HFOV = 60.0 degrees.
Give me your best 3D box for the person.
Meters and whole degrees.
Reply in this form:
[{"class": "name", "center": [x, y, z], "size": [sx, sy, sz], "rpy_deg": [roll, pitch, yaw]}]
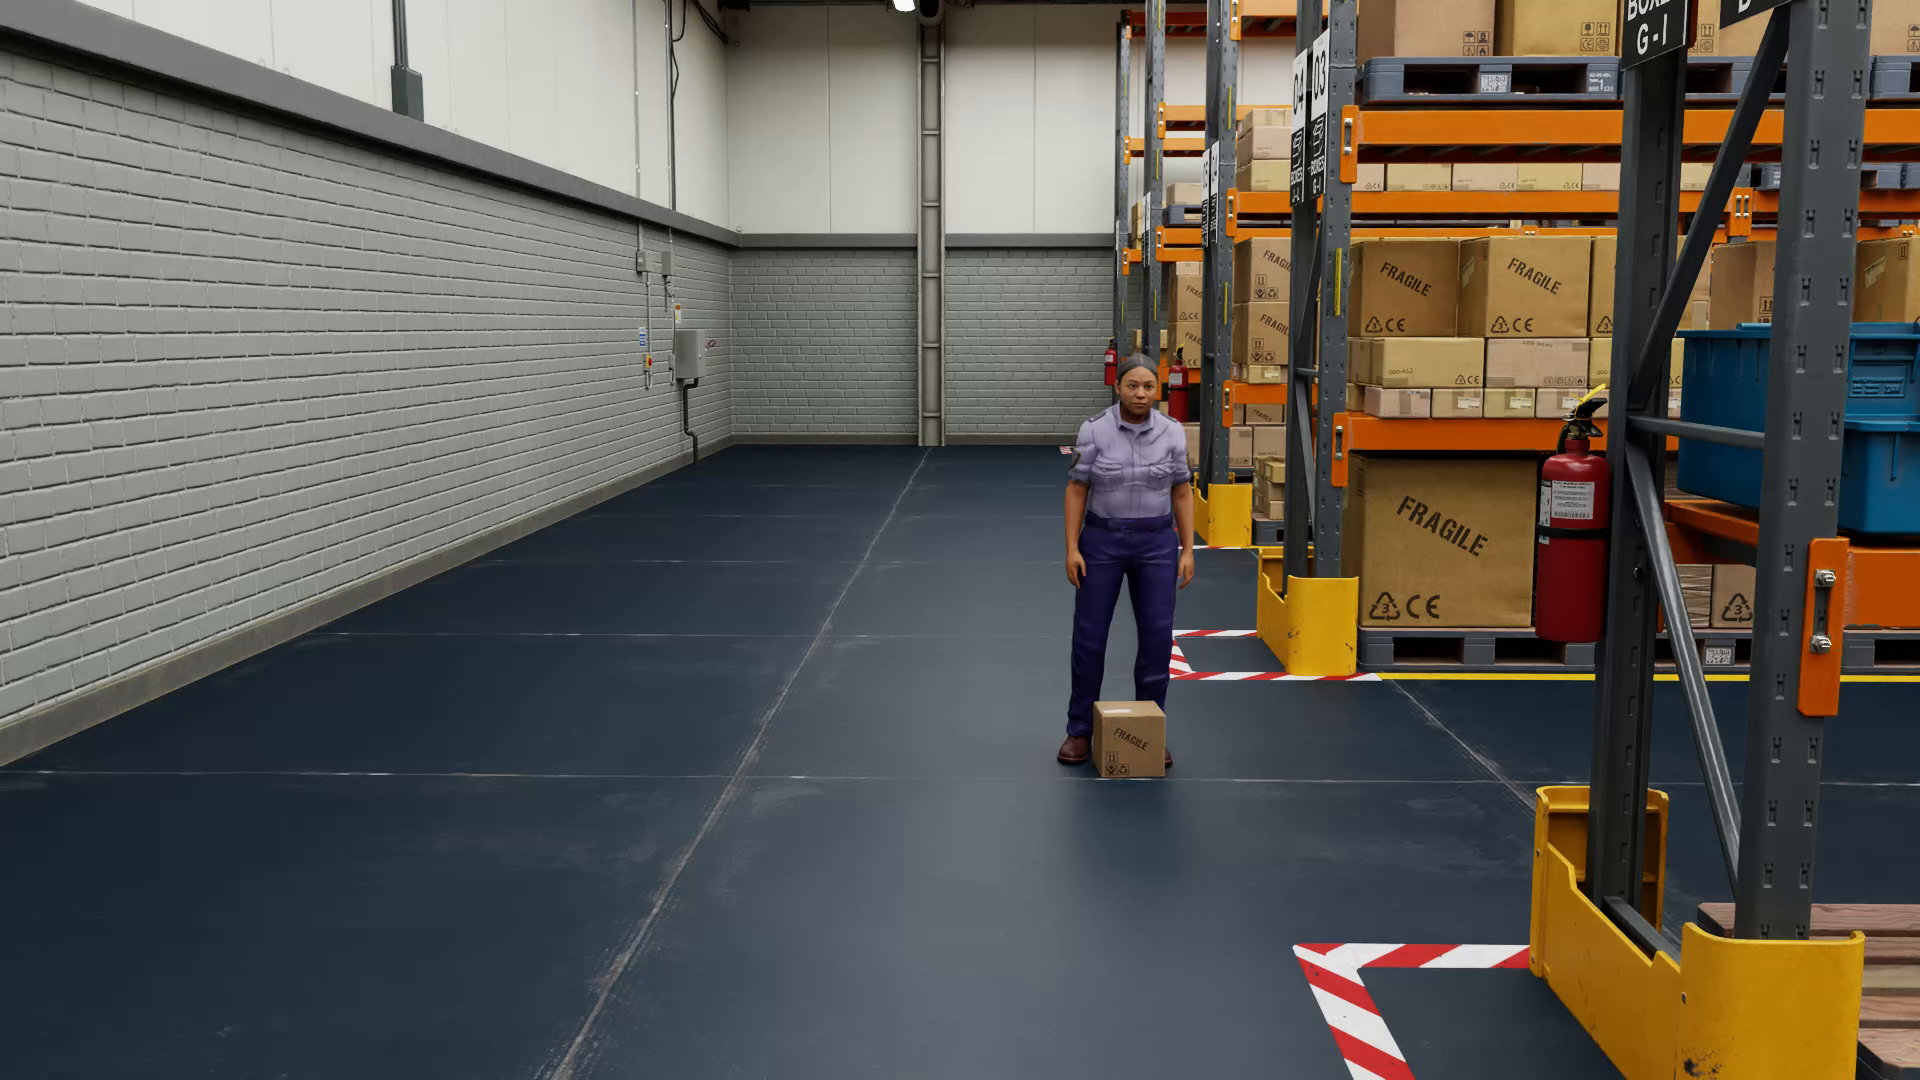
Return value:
[{"class": "person", "center": [0.677, 0.073, 6.735], "size": [0.562, 1.653, 0.384], "rpy_deg": [0, 7, -1]}]
